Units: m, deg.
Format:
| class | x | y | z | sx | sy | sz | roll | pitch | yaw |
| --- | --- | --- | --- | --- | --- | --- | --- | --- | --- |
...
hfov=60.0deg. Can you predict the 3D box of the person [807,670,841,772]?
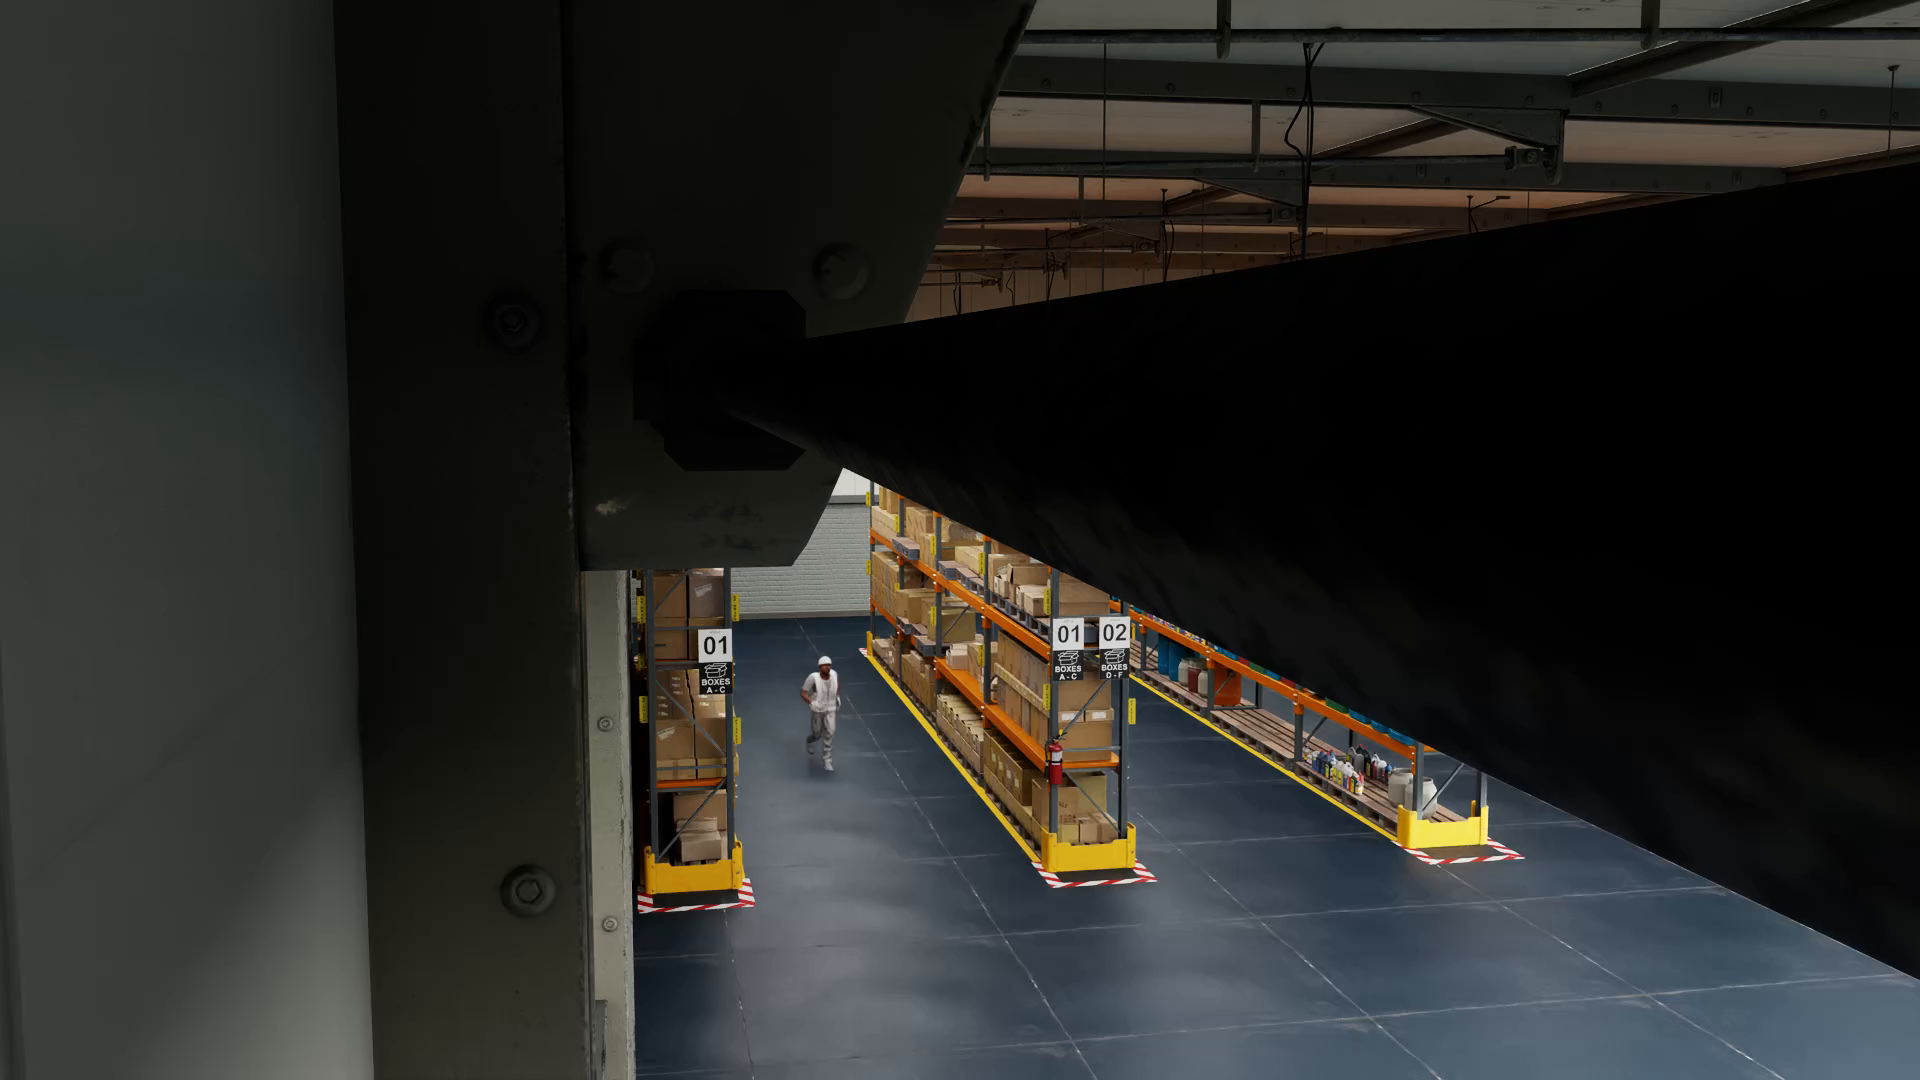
| class | x | y | z | sx | sy | sz | roll | pitch | yaw |
| --- | --- | --- | --- | --- | --- | --- | --- | --- | --- |
| person | -2.154 | 2.829 | 26.400 | 0.573 | 1.520 | 0.972 | -3 | 7 | -28 |
